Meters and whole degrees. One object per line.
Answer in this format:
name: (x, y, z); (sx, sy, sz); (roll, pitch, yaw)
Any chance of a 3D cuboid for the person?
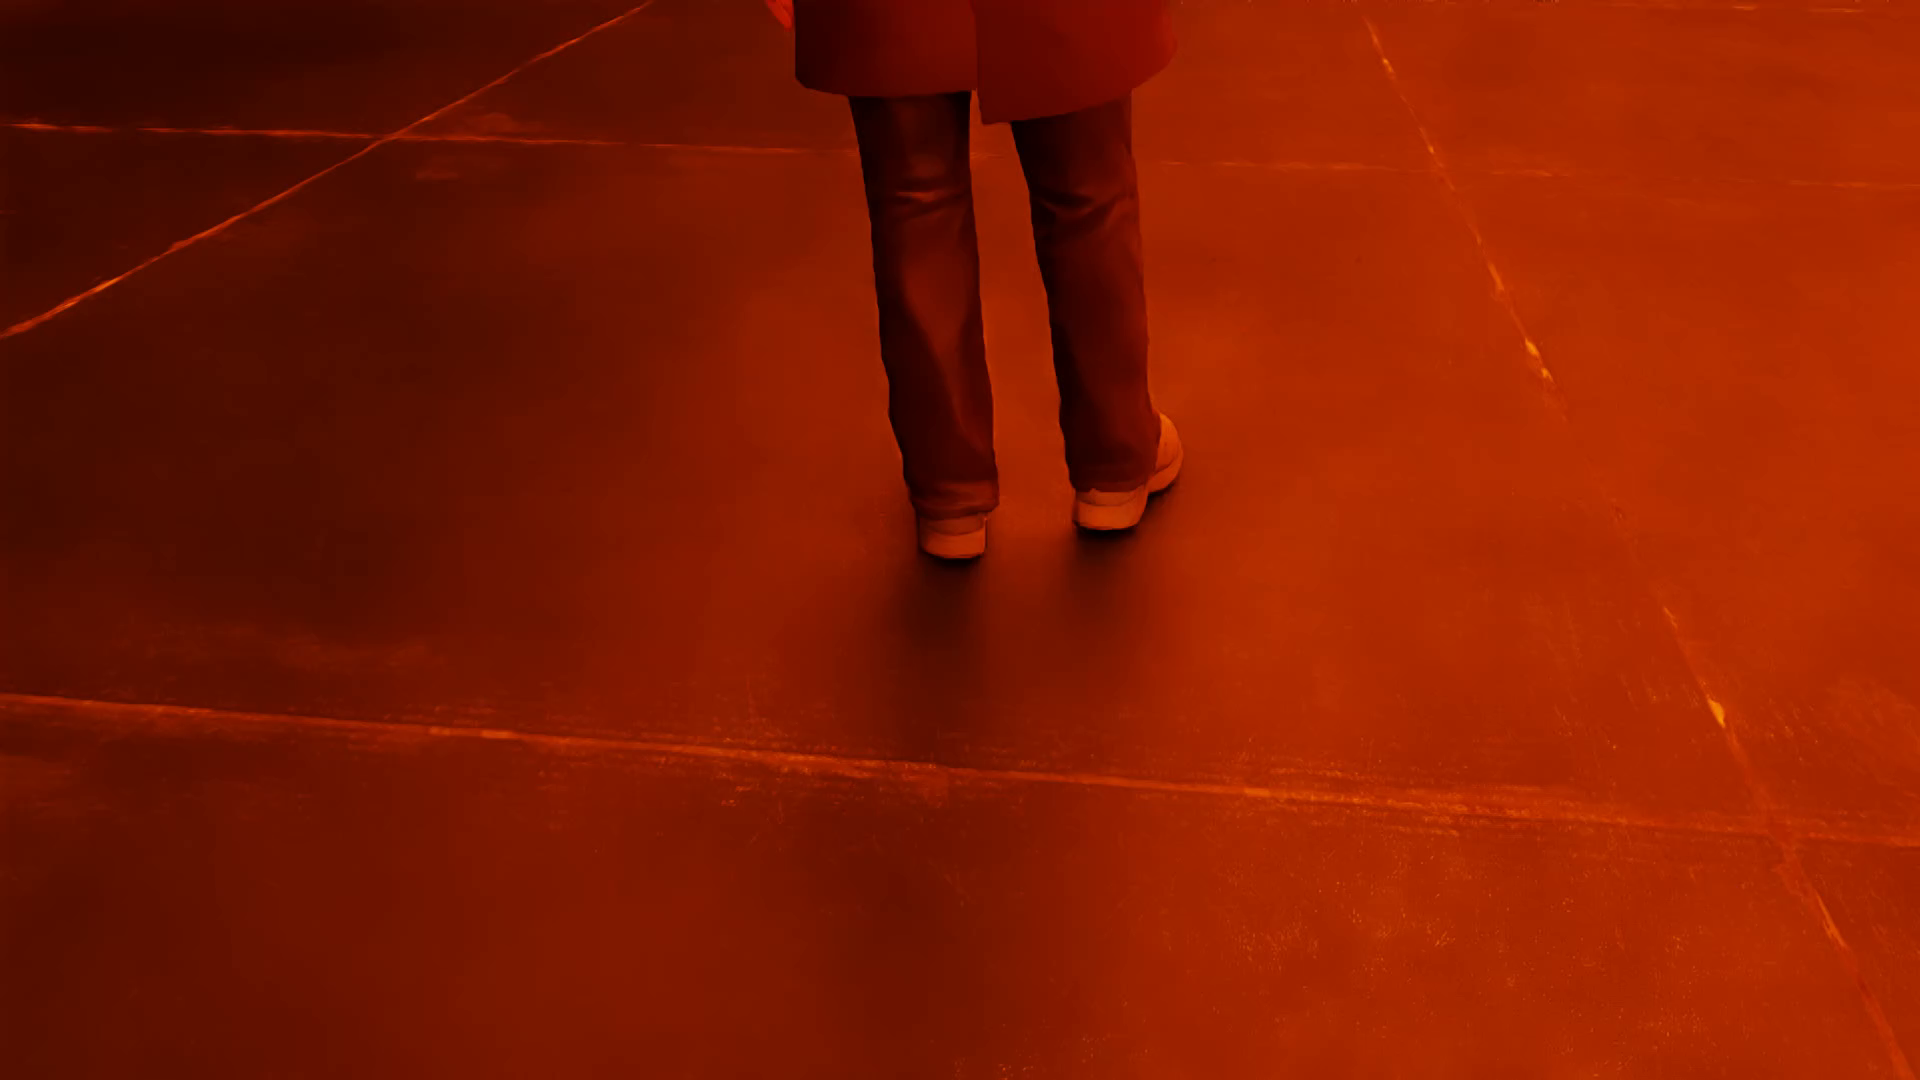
person: (0.017, -0.842, 2.180); (0.694, 1.776, 0.580); (3, 27, 7)
